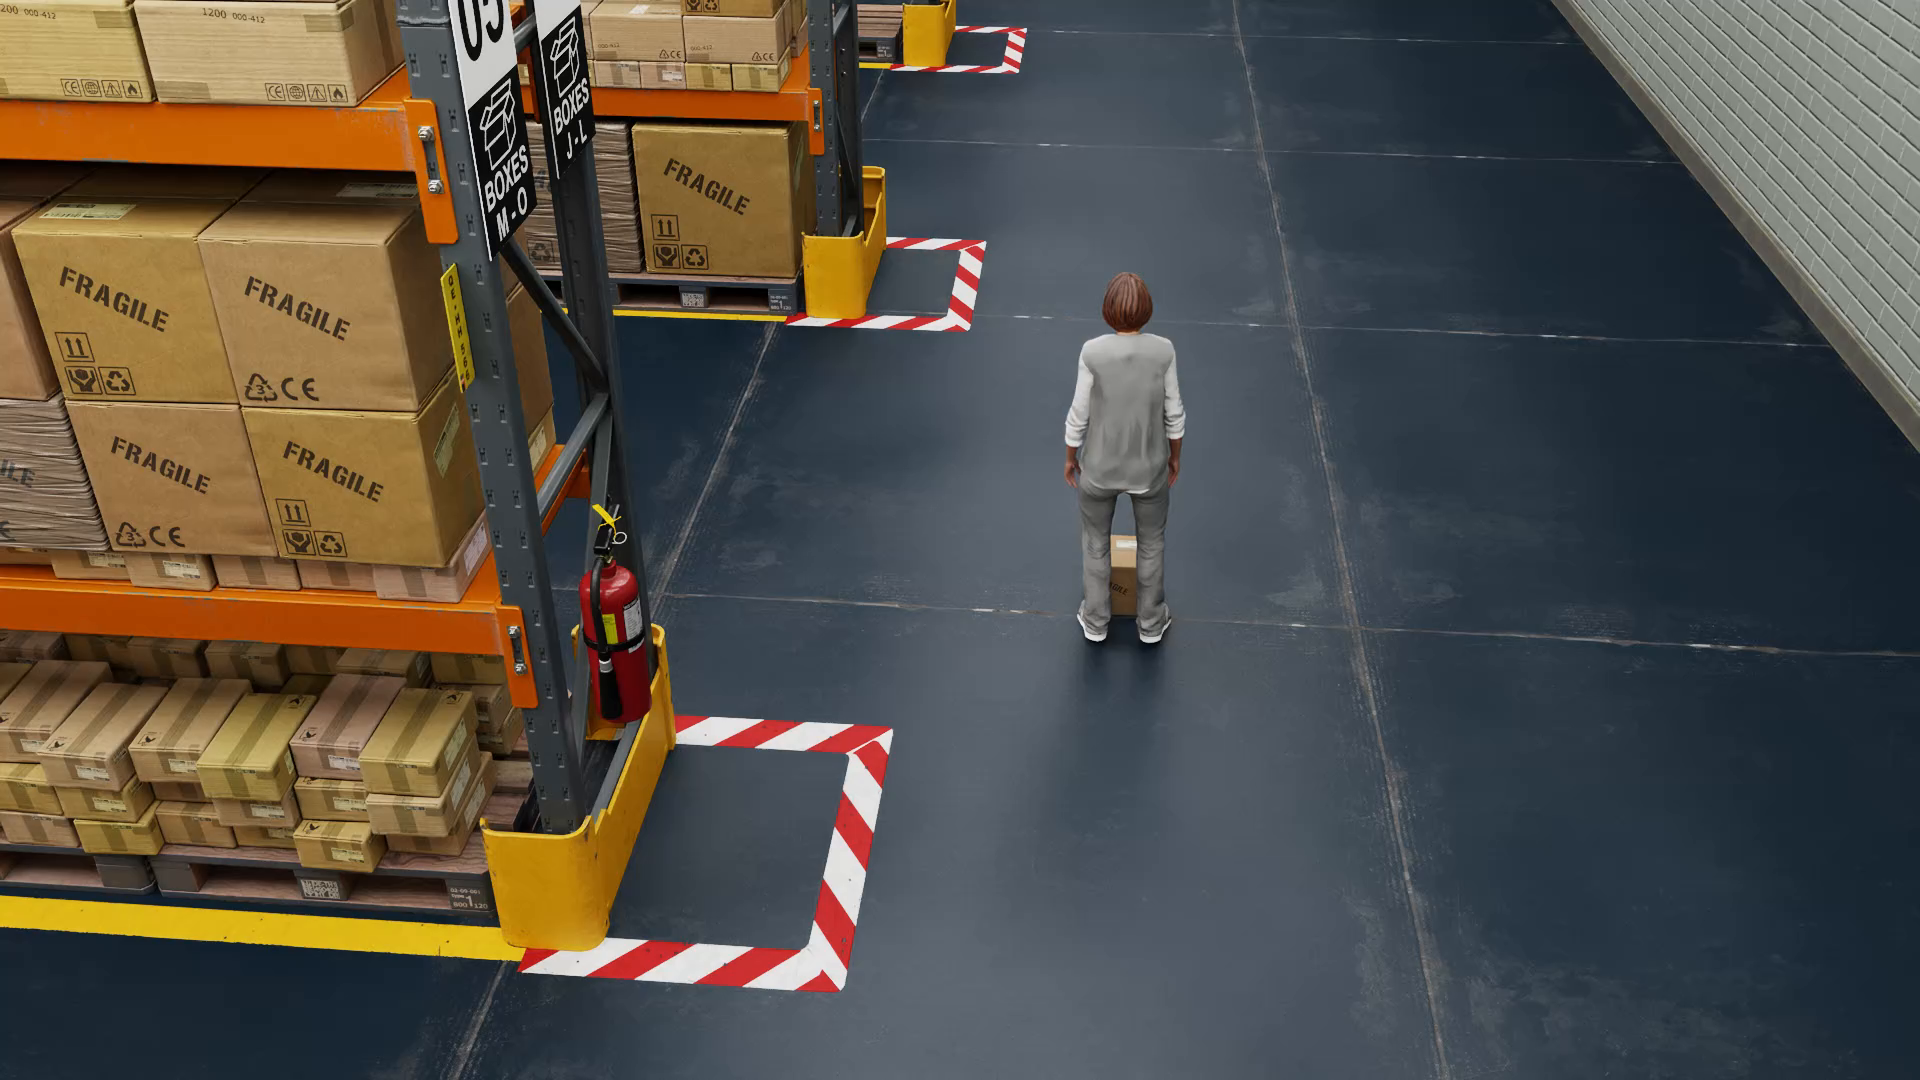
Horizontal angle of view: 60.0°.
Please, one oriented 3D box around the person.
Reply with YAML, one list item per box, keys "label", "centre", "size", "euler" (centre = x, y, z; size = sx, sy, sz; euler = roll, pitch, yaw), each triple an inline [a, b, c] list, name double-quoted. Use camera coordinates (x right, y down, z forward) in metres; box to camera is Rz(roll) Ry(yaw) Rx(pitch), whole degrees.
- label: "person"
  centre: [0.653, -0.282, 6.601]
  size: [0.484, 1.582, 0.340]
  euler: [1, 32, 2]
